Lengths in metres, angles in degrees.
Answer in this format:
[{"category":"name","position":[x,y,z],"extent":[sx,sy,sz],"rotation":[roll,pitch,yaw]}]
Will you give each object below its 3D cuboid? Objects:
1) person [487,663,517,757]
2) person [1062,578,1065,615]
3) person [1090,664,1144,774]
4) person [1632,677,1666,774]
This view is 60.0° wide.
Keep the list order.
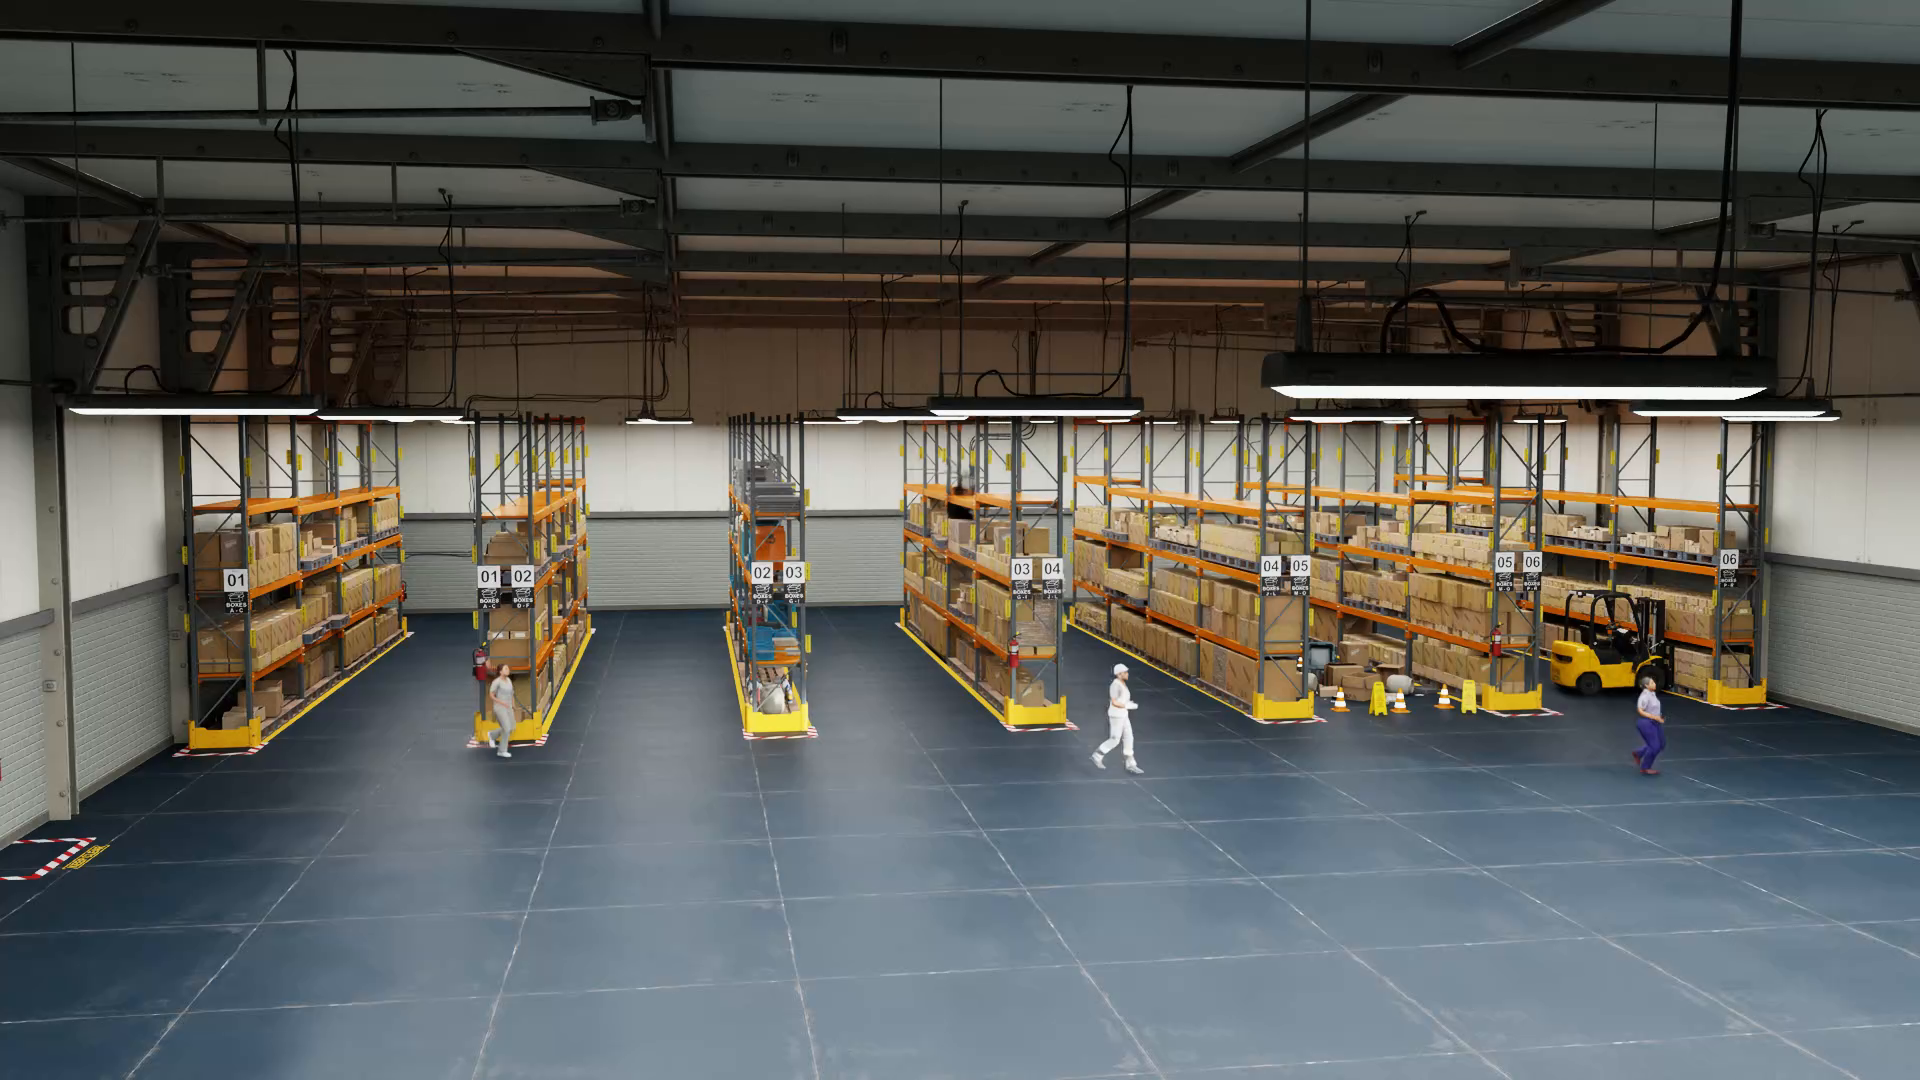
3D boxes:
[{"category":"person","position":[-8.014,3.071,29.046],"extent":[0.618,1.403,0.608],"rotation":[2,4,23]},{"category":"person","position":[2.924,1.560,49.734],"extent":[0.631,1.627,0.748],"rotation":[-2,4,-25]},{"category":"person","position":[2.610,2.948,27.526],"extent":[0.883,1.807,0.682],"rotation":[1,4,20]},{"category":"person","position":[11.376,3.056,27.464],"extent":[0.571,1.596,0.603],"rotation":[3,5,36]}]
